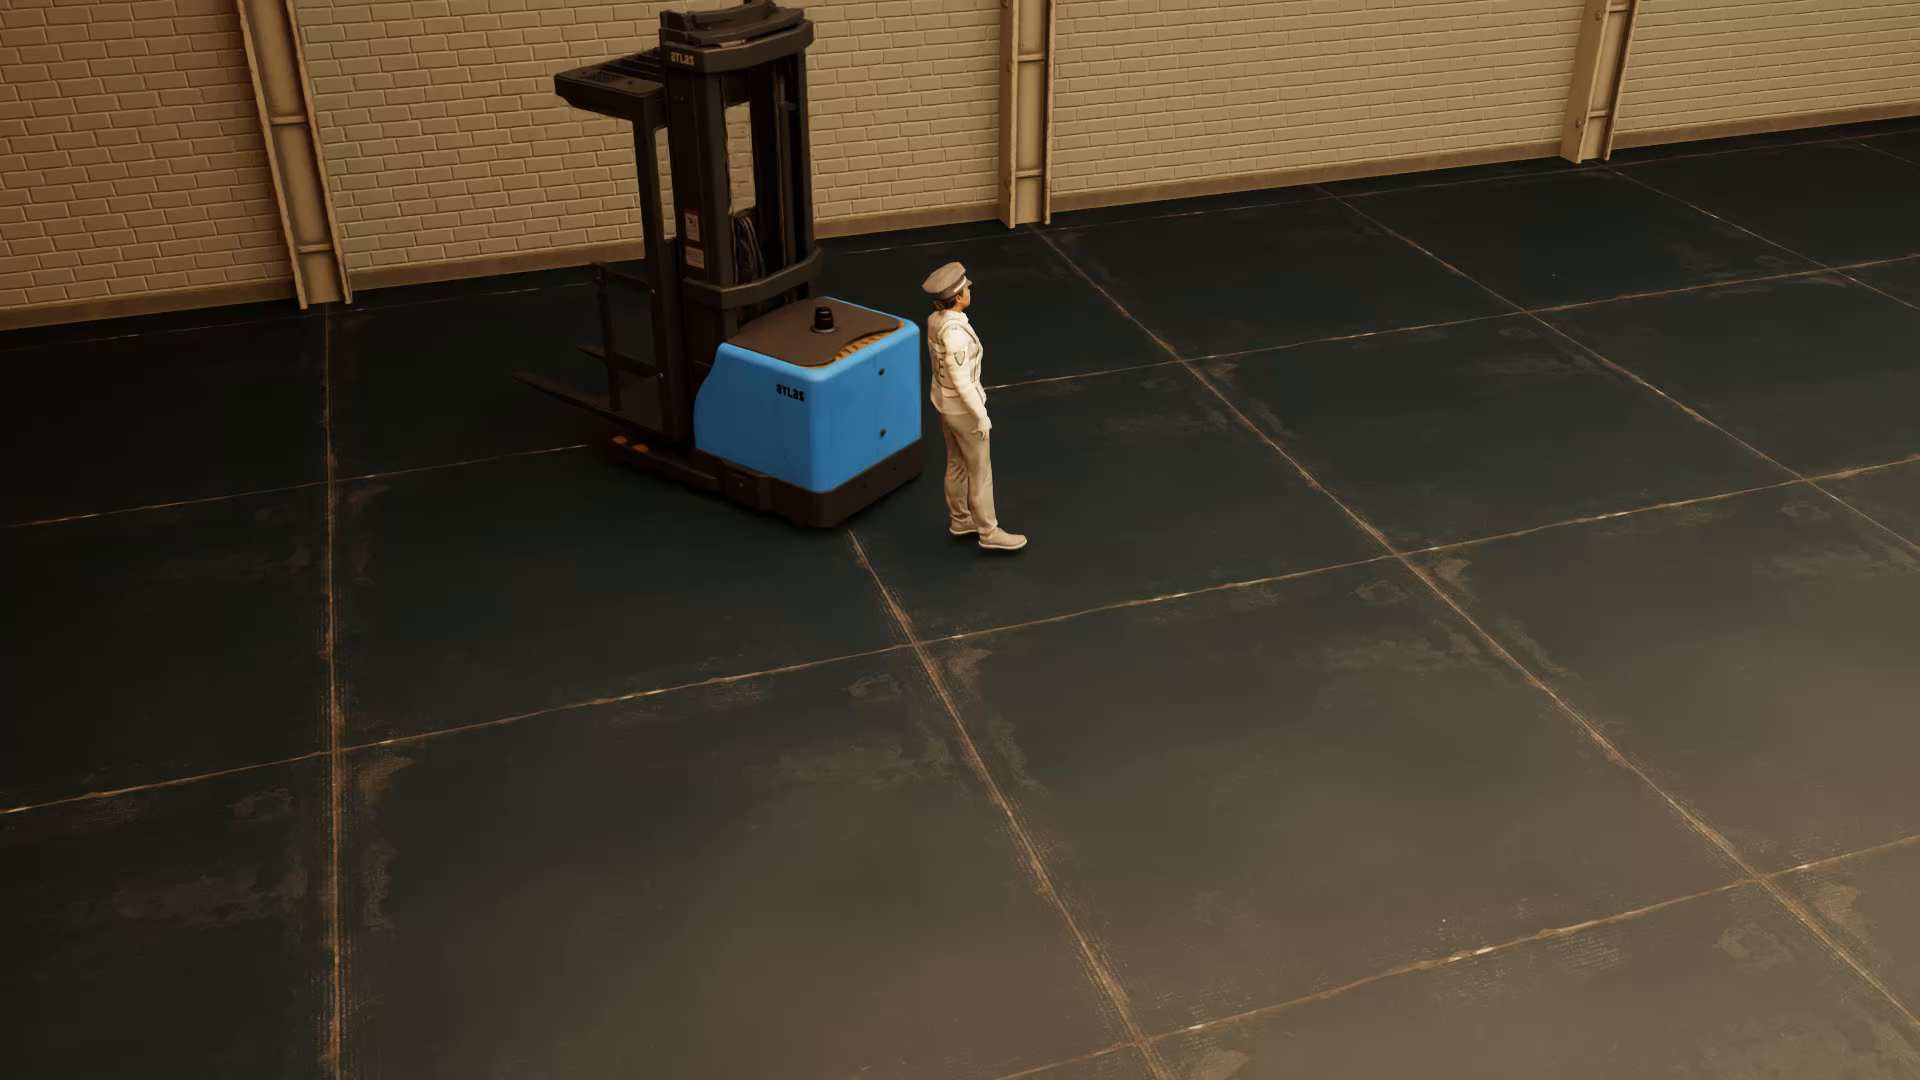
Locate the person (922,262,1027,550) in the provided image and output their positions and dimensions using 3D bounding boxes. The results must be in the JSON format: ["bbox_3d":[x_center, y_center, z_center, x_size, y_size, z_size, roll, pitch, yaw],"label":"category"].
[{"bbox_3d":[0.068,-0.783,9.593,0.530,1.694,0.586,-10,31,-16],"label":"person"}]

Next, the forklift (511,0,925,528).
[{"bbox_3d":[-1.715,-1.917,10.419,3.031,2.935,1.130,20,36,31],"label":"forklift"}]
